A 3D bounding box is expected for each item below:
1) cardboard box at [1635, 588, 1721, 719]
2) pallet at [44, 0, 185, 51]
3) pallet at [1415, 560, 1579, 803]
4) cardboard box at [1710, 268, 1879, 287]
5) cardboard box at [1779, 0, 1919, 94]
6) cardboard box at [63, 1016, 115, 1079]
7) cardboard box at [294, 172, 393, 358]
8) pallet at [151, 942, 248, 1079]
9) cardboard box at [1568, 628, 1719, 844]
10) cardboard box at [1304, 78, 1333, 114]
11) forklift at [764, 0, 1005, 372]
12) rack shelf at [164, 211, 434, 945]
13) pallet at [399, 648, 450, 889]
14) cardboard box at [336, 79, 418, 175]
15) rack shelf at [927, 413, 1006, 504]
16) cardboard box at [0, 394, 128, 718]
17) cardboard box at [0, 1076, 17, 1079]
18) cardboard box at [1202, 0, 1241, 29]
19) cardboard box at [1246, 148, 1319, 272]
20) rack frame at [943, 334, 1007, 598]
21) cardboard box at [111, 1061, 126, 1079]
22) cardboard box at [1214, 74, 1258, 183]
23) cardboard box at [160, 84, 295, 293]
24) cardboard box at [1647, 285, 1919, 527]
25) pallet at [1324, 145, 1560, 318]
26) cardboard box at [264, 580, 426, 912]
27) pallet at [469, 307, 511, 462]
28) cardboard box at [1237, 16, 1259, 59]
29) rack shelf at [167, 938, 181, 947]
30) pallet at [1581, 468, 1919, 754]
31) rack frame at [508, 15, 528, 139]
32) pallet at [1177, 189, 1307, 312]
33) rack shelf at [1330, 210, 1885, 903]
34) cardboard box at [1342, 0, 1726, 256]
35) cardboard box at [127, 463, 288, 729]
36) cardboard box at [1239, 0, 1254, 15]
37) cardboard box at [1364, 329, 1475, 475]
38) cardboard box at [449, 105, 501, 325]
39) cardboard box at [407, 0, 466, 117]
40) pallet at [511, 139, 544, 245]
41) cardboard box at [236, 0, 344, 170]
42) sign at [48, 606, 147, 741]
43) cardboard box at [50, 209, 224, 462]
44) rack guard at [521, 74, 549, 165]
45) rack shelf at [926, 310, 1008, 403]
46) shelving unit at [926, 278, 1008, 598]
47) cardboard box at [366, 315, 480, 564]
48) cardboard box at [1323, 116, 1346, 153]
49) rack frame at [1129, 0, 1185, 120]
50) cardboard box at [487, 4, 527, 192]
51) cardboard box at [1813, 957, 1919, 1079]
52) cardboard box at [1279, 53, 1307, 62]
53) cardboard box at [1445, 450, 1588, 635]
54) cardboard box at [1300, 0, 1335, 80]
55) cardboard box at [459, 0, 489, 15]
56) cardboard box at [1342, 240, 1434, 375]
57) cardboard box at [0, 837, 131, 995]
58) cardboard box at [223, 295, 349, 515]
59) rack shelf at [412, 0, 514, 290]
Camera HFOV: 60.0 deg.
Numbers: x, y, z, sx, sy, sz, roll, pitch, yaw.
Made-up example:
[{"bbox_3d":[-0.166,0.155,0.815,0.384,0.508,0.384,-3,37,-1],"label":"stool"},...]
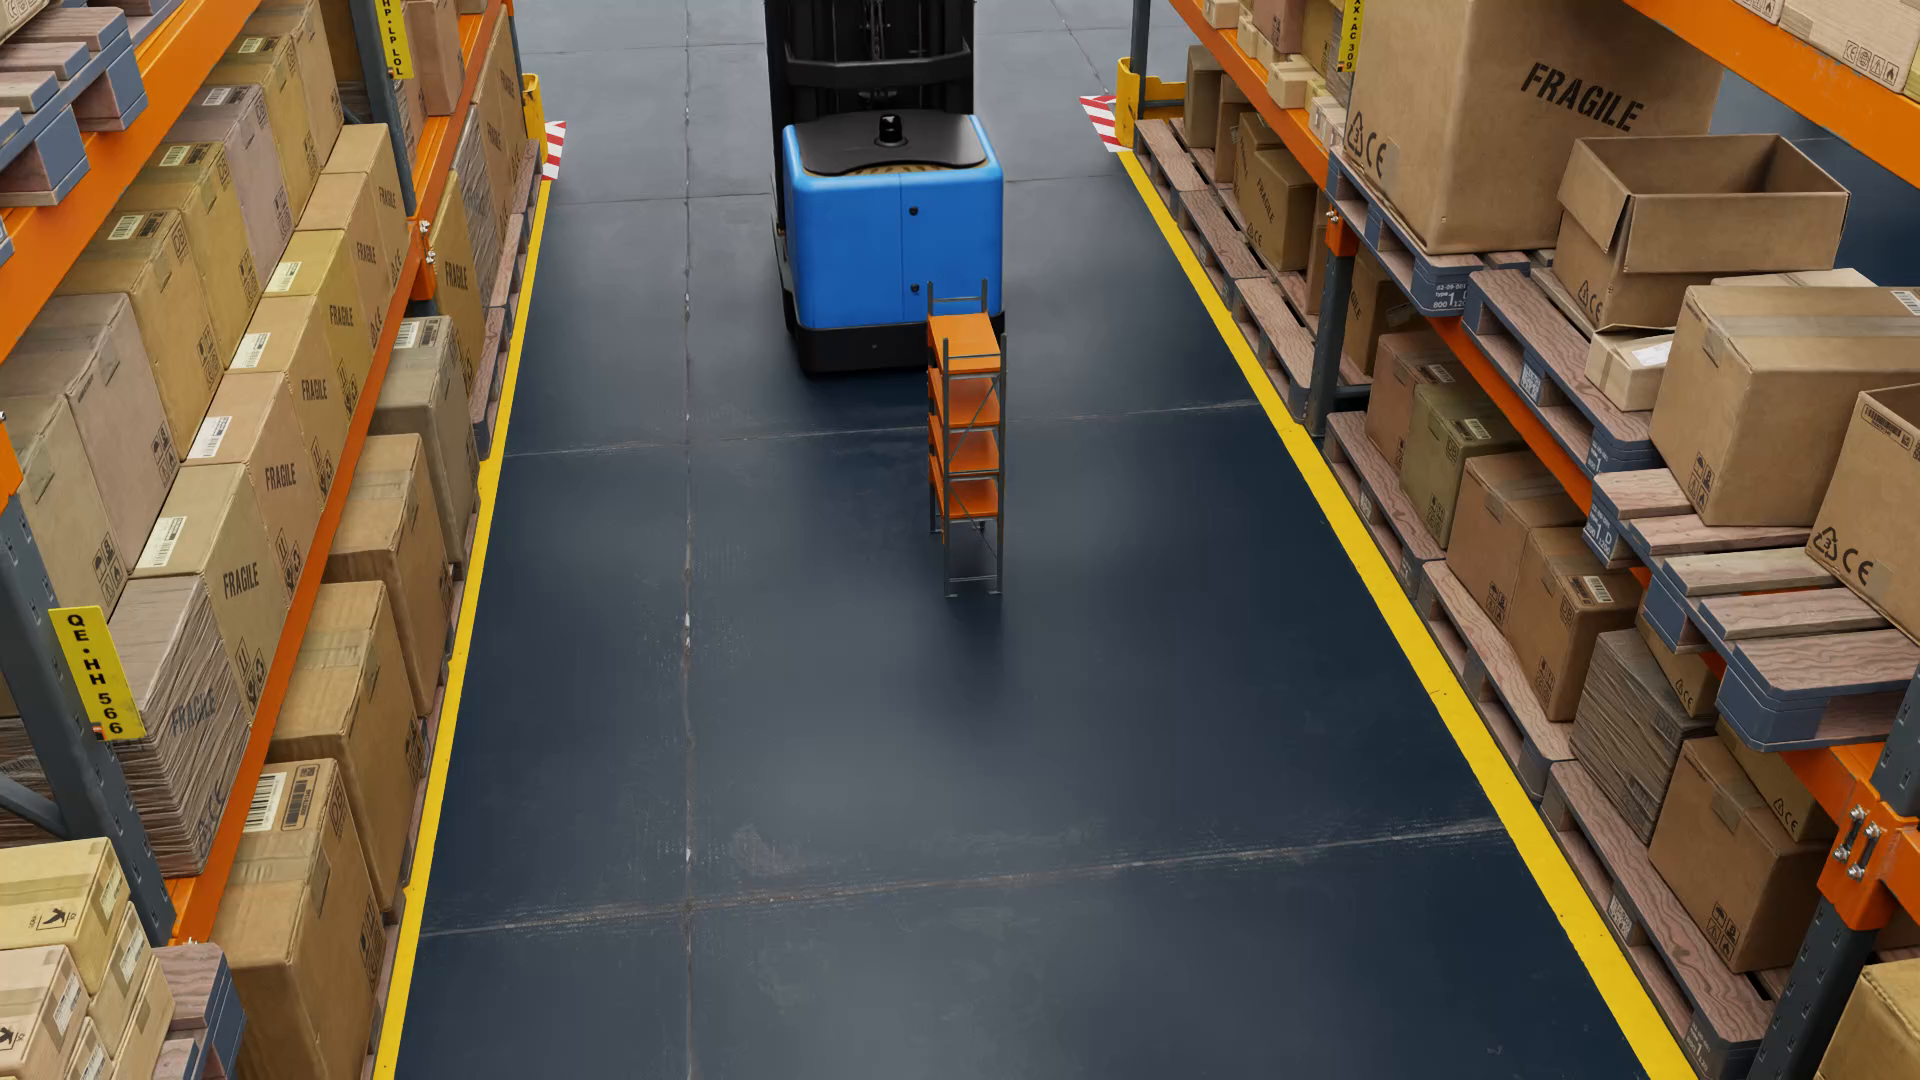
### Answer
[{"bbox_3d":[2.508,0.311,5.293,0.500,0.250,0.500,-1,34,-1],"label":"cardboard box"},{"bbox_3d":[-2.512,-1.385,4.123,1.003,0.211,1.213,-3,34,-4],"label":"pallet"},{"bbox_3d":[2.445,0.473,6.368,1.003,0.211,1.213,-4,35,-6],"label":"pallet"},{"bbox_3d":[2.712,-0.628,5.268,0.500,0.250,0.500,-5,35,-8],"label":"cardboard box"},{"bbox_3d":[2.322,-1.264,3.910,0.500,0.250,0.500,-4,35,-7],"label":"cardboard box"},{"bbox_3d":[-1.664,0.953,2.774,0.380,0.149,0.250,-3,34,-5],"label":"cardboard box"},{"bbox_3d":[-2.354,-0.965,5.913,0.500,0.500,0.500,-5,35,-7],"label":"cardboard box"},{"bbox_3d":[-2.018,1.225,2.960,1.213,0.211,1.003,-4,35,-6],"label":"pallet"},{"bbox_3d":[2.512,0.607,5.525,0.700,0.500,0.500,-7,35,-10],"label":"cardboard box"},{"bbox_3d":[1.853,-2.074,7.853,0.380,0.149,0.250,-4,35,-6],"label":"cardboard box"},{"bbox_3d":[-0.509,-2.873,8.863,1.130,2.935,3.031,-5,35,-7],"label":"forklift"},{"bbox_3d":[-2.488,-0.063,5.318,1.077,0.370,4.000,-4,35,-6],"label":"rack shelf"},{"bbox_3d":[-2.411,0.783,5.913,1.003,0.211,1.213,-4,35,-6],"label":"pallet"},{"bbox_3d":[-2.818,-1.743,7.011,0.875,0.550,0.550,-4,35,-6],"label":"cardboard box"},{"bbox_3d":[0.022,-0.348,6.814,0.258,0.148,0.480,-4,35,-6],"label":"rack shelf"},{"bbox_3d":[-2.270,0.050,3.536,0.700,0.500,0.500,-5,35,-7],"label":"cardboard box"},{"bbox_3d":[-1.632,0.965,2.492,0.380,0.149,0.250,-3,34,-5],"label":"cardboard box"},{"bbox_3d":[1.541,-2.902,9.068,0.380,0.149,0.250,-4,35,-6],"label":"cardboard box"},{"bbox_3d":[1.911,-1.822,9.107,0.500,0.500,0.500,-7,35,-11],"label":"cardboard box"},{"bbox_3d":[0.055,-0.267,6.577,0.240,1.200,0.015,-4,35,-6],"label":"rack frame"},{"bbox_3d":[-1.666,1.065,2.873,0.380,0.149,0.250,-4,35,-7],"label":"cardboard box"},{"bbox_3d":[1.815,-2.488,10.083,0.500,0.500,0.500,4,35,6],"label":"cardboard box"},{"bbox_3d":[-2.546,-1.085,5.202,0.700,0.500,0.500,-4,34,-6],"label":"cardboard box"},{"bbox_3d":[2.423,-0.381,4.683,0.700,0.500,0.500,0,34,1],"label":"cardboard box"},{"bbox_3d":[2.130,-1.279,6.633,1.003,0.211,1.213,-4,35,-6],"label":"pallet"},{"bbox_3d":[-2.333,0.678,5.217,1.050,0.750,0.750,-4,34,-6],"label":"cardboard box"},{"bbox_3d":[-2.782,-0.754,8.169,1.003,0.211,1.213,-4,35,-6],"label":"pallet"},{"bbox_3d":[1.664,-2.628,8.665,0.380,0.149,0.250,-4,35,-6],"label":"cardboard box"},{"bbox_3d":[-1.950,2.169,2.042,1.077,0.370,4.000,-4,35,-6],"label":"rack shelf"},{"bbox_3d":[2.508,0.126,4.572,1.213,0.211,1.003,-4,35,-6],"label":"pallet"},{"bbox_3d":[-3.295,-3.708,10.028,1.000,3.000,0.127,-4,35,-6],"label":"rack frame"},{"bbox_3d":[1.879,-1.698,9.554,1.003,0.211,1.213,-4,35,-6],"label":"pallet"},{"bbox_3d":[2.440,-0.382,5.786,1.077,0.370,4.000,-4,35,-6],"label":"rack shelf"},{"bbox_3d":[2.140,-1.763,6.268,1.000,1.000,1.000,-4,34,-6],"label":"cardboard box"},{"bbox_3d":[-2.083,0.160,4.263,0.500,0.500,0.500,-5,35,-7],"label":"cardboard box"},{"bbox_3d":[1.947,-3.051,8.710,0.875,0.500,0.500,-4,35,-6],"label":"cardboard box"},{"bbox_3d":[2.233,-0.600,7.296,0.700,0.500,0.500,-7,35,-10],"label":"cardboard box"},{"bbox_3d":[-2.897,-1.631,8.493,0.875,0.875,0.875,-4,34,-6],"label":"cardboard box"},{"bbox_3d":[-2.871,-2.359,7.914,0.875,0.550,0.550,-4,35,-6],"label":"cardboard box"},{"bbox_3d":[-3.110,-2.116,10.167,1.003,0.211,1.213,-4,35,-6],"label":"pallet"},{"bbox_3d":[-2.684,-1.654,6.037,0.700,0.500,0.500,-5,35,-7],"label":"cardboard box"},{"bbox_3d":[-1.683,0.264,3.242,0.100,0.325,0.005,-4,35,-6],"label":"sign"},{"bbox_3d":[-2.410,-0.518,4.370,0.700,0.500,0.500,-5,35,-7],"label":"cardboard box"},{"bbox_3d":[-3.298,-2.689,10.752,1.175,0.500,0.348,-4,35,-6],"label":"rack guard"},{"bbox_3d":[0.022,-0.728,6.555,0.258,0.148,0.480,-4,35,-6],"label":"rack shelf"},{"bbox_3d":[0.022,-0.403,6.777,0.258,1.200,0.503,-4,35,-6],"label":"shelving unit"},{"bbox_3d":[-2.584,-0.381,6.770,1.050,0.750,0.750,-5,35,-7],"label":"cardboard box"},{"bbox_3d":[1.851,-1.789,7.435,0.380,0.149,0.250,-4,35,-6],"label":"cardboard box"},{"bbox_3d":[1.634,-4.028,10.497,1.000,3.000,0.127,-4,35,-6],"label":"rack frame"},{"bbox_3d":[-3.138,-2.631,9.960,0.875,0.875,0.875,-4,34,-6],"label":"cardboard box"},{"bbox_3d":[2.782,1.528,3.859,1.225,0.875,0.875,-6,35,-9],"label":"cardboard box"},{"bbox_3d":[1.806,-2.354,8.264,0.380,0.149,0.250,-4,35,-6],"label":"cardboard box"},{"bbox_3d":[2.354,-0.020,6.445,0.700,0.500,0.500,-7,35,-10],"label":"cardboard box"},{"bbox_3d":[2.140,-2.497,7.898,0.875,0.500,0.500,-4,35,-6],"label":"cardboard box"},{"bbox_3d":[-3.105,-3.262,9.239,0.875,0.550,0.550,-4,35,-6],"label":"cardboard box"},{"bbox_3d":[2.157,-1.162,8.139,0.500,0.500,0.500,-5,35,-8],"label":"cardboard box"},{"bbox_3d":[-1.699,0.679,2.912,0.380,0.149,0.250,-6,35,-8],"label":"cardboard box"},{"bbox_3d":[-2.215,-0.400,5.084,0.500,0.500,0.500,-5,35,-7],"label":"cardboard box"},{"bbox_3d":[-3.026,-2.295,8.593,1.077,0.370,4.000,-4,35,-6],"label":"rack shelf"}]
